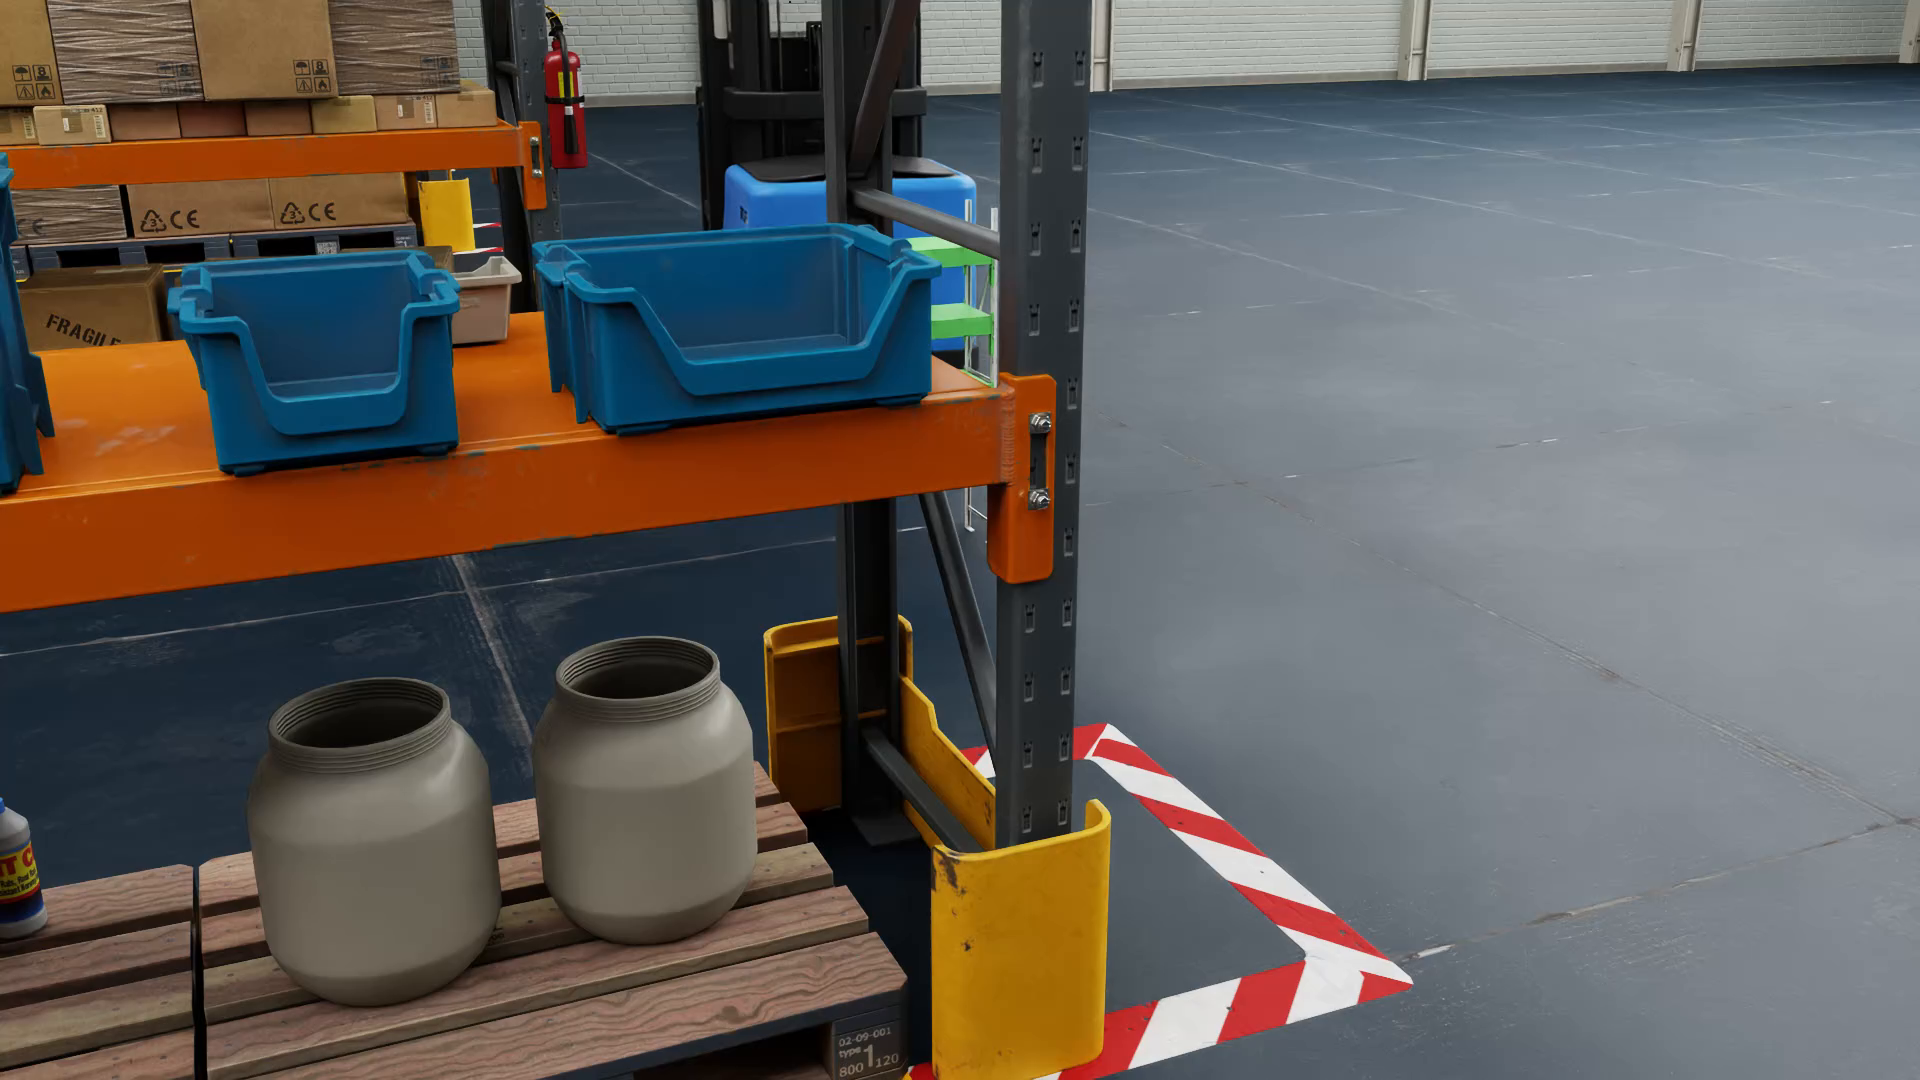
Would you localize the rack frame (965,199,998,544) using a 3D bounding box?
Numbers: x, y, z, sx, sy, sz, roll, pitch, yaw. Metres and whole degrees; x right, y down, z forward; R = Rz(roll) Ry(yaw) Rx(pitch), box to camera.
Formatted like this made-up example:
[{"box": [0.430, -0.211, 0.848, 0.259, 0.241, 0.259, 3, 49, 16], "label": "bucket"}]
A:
[{"box": [0.072, -0.576, 5.852, 0.015, 1.200, 0.240, -8, 21, -22], "label": "rack frame"}]

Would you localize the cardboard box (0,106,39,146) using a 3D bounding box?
[{"box": [-3.774, -1.652, 6.577, 0.250, 0.149, 0.380, -8, 21, -22], "label": "cardboard box"}]

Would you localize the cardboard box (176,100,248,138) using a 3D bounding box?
[{"box": [-3.102, -1.764, 6.893, 0.250, 0.149, 0.380, -8, 21, -22], "label": "cardboard box"}]

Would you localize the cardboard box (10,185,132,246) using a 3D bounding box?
[{"box": [-6.114, -2.489, 11.141, 0.875, 0.875, 0.875, -8, 21, -22], "label": "cardboard box"}]

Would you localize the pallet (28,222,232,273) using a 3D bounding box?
[{"box": [-5.695, -2.035, 11.483, 1.213, 0.211, 1.003, -8, 21, -22], "label": "pallet"}]

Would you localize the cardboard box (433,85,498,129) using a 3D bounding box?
[{"box": [-2.181, -1.893, 7.261, 0.250, 0.149, 0.380, -8, 21, -22], "label": "cardboard box"}]

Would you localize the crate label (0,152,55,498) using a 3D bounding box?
[{"box": [-1.622, -0.294, 2.287, 0.616, 0.435, 0.502, -8, 21, -22], "label": "crate label"}]

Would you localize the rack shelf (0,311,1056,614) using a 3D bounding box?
[{"box": [-1.876, 0.000, 2.587, 4.000, 0.370, 1.077, -8, 21, -22], "label": "rack shelf"}]

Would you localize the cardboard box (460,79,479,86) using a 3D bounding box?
[{"box": [-2.357, -2.029, 7.646, 0.250, 0.149, 0.380, -8, 21, -22], "label": "cardboard box"}]

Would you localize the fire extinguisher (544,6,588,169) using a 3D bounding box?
[{"box": [-1.713, -1.950, 7.161, 0.183, 0.674, 0.296, -8, 21, -22], "label": "fire extinguisher"}]

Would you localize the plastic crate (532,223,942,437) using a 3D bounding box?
[{"box": [-0.380, -0.375, 2.794, 0.616, 0.251, 0.499, -8, 21, -22], "label": "plastic crate"}]

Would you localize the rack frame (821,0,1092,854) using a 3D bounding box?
[{"box": [-0.039, -0.602, 3.215, 0.127, 3.000, 1.000, -8, 21, -22], "label": "rack frame"}]

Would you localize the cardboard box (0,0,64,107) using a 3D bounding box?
[{"box": [-3.868, -2.019, 6.640, 0.500, 0.500, 0.875, -8, 21, -22], "label": "cardboard box"}]

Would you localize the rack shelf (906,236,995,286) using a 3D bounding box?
[{"box": [-0.152, -0.937, 5.623, 0.480, 0.148, 0.258, -8, 21, -22], "label": "rack shelf"}]

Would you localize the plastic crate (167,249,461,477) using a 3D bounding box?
[{"box": [-0.979, -0.291, 2.556, 0.408, 0.251, 0.499, -8, 21, -22], "label": "plastic crate"}]

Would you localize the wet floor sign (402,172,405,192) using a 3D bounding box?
[{"box": [-4.631, -3.135, 13.955, 0.232, 0.644, 0.267, -12, 23, -31], "label": "wet floor sign"}]

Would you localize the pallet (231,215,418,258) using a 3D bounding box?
[{"box": [-4.576, -2.194, 11.935, 1.213, 0.211, 1.003, -8, 21, -22], "label": "pallet"}]

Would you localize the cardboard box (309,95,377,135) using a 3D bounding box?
[{"box": [-2.620, -1.812, 7.030, 0.250, 0.149, 0.380, -8, 21, -22], "label": "cardboard box"}]

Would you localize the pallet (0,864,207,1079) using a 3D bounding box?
[{"box": [-1.957, 1.002, 2.858, 1.213, 0.211, 1.003, -8, 21, -22], "label": "pallet"}]

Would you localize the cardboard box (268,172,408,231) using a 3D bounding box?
[{"box": [-4.469, -2.725, 11.811, 0.875, 0.875, 0.875, -8, 21, -22], "label": "cardboard box"}]

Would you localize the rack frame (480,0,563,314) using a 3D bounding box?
[{"box": [-2.001, -2.112, 7.505, 0.127, 3.000, 1.000, -8, 21, -22], "label": "rack frame"}]

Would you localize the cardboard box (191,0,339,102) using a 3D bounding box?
[{"box": [-2.929, -2.133, 6.966, 0.500, 0.500, 0.875, -8, 21, -22], "label": "cardboard box"}]

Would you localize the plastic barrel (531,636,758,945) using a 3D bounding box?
[{"box": [-0.613, 0.483, 3.246, 0.421, 0.512, 0.421, 0, 19, 0], "label": "plastic barrel"}]

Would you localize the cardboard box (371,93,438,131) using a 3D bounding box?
[{"box": [-2.411, -1.861, 7.168, 0.250, 0.149, 0.380, -8, 21, -22], "label": "cardboard box"}]

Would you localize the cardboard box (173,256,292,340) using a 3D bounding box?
[{"box": [-3.116, -0.965, 7.378, 0.500, 0.500, 0.500, -3, 20, -8], "label": "cardboard box"}]

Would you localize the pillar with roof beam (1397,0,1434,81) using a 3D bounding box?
[{"box": [9.341, -10.716, 22.906, 0.400, 9.000, 9.100, -8, 21, -22], "label": "pillar with roof beam"}]

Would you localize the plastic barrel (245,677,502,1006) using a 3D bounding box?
[{"box": [-1.073, 0.549, 3.059, 0.421, 0.512, 0.421, 0, 19, 0], "label": "plastic barrel"}]

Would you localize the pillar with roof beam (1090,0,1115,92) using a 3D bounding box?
[{"box": [3.831, -9.926, 20.664, 0.400, 9.000, 9.100, -8, 21, -22], "label": "pillar with roof beam"}]

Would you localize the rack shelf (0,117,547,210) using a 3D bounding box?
[{"box": [-3.837, -1.510, 6.877, 4.000, 0.370, 1.077, -8, 21, -22], "label": "rack shelf"}]

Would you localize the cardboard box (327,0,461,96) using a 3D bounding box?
[{"box": [-2.517, -2.236, 7.257, 0.500, 0.500, 0.875, -8, 21, -22], "label": "cardboard box"}]

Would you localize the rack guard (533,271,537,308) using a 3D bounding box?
[{"box": [-2.071, -0.923, 7.892, 0.348, 0.500, 1.175, -8, 21, -22], "label": "rack guard"}]

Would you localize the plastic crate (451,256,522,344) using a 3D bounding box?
[{"box": [-0.988, -0.458, 3.203, 0.250, 0.136, 0.298, -8, 21, -22], "label": "plastic crate"}]

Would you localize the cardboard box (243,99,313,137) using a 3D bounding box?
[{"box": [-2.856, -1.784, 6.950, 0.250, 0.149, 0.380, -8, 21, -22], "label": "cardboard box"}]

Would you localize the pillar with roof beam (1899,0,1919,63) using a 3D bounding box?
[{"box": [20.359, -12.294, 27.389, 0.400, 9.000, 9.100, -8, 21, -22], "label": "pillar with roof beam"}]

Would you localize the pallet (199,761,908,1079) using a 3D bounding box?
[{"box": [-0.838, 0.843, 3.310, 1.213, 0.211, 1.003, -8, 21, -22], "label": "pallet"}]

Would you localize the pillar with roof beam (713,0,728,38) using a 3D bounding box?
[{"box": [-1.678, -9.137, 18.423, 0.400, 9.000, 9.100, -8, 21, -22], "label": "pillar with roof beam"}]

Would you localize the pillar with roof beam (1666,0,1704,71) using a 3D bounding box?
[{"box": [14.850, -11.505, 25.148, 0.400, 9.000, 9.100, -8, 21, -22], "label": "pillar with roof beam"}]

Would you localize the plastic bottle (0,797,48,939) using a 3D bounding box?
[{"box": [-1.827, 0.621, 3.188, 0.097, 0.271, 0.097, 0, 19, 0], "label": "plastic bottle"}]

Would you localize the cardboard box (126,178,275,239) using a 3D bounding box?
[{"box": [-5.276, -2.608, 11.480, 0.875, 0.875, 0.875, -9, 21, -23], "label": "cardboard box"}]

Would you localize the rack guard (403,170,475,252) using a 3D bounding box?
[{"box": [-3.851, -2.462, 12.262, 0.348, 0.500, 1.175, -8, 21, -22], "label": "rack guard"}]

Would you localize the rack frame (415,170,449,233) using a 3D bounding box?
[{"box": [-3.873, -3.638, 11.838, 0.127, 3.000, 1.000, -8, 21, -22], "label": "rack frame"}]

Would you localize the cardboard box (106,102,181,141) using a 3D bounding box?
[{"box": [-3.322, -1.724, 6.780, 0.250, 0.149, 0.380, -8, 21, -22], "label": "cardboard box"}]

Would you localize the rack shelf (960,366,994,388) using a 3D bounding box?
[{"box": [-0.152, -0.484, 5.782, 0.480, 0.148, 0.258, -8, 21, -22], "label": "rack shelf"}]

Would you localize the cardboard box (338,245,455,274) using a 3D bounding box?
[{"box": [-2.581, -1.054, 7.631, 0.500, 0.500, 0.500, -4, 20, -12], "label": "cardboard box"}]

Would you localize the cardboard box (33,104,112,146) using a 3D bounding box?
[{"box": [-3.517, -1.664, 6.610, 0.250, 0.149, 0.380, -8, 21, -22], "label": "cardboard box"}]

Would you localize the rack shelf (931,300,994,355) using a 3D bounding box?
[{"box": [-0.152, -0.710, 5.702, 0.480, 0.148, 0.258, -8, 21, -22], "label": "rack shelf"}]

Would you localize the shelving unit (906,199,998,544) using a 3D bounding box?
[{"box": [-0.152, -0.544, 5.761, 0.503, 1.200, 0.258, -8, 21, -22], "label": "shelving unit"}]

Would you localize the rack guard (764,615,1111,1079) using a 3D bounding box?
[{"box": [-0.090, 0.601, 3.561, 0.348, 0.500, 1.175, -8, 21, -22], "label": "rack guard"}]

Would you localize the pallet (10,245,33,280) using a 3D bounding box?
[{"box": [-6.817, -1.873, 11.023, 1.213, 0.211, 1.003, -8, 21, -22], "label": "pallet"}]

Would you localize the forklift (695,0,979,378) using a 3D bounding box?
[{"box": [-0.795, -2.397, 8.416, 1.130, 2.935, 3.031, -5, 20, -14], "label": "forklift"}]

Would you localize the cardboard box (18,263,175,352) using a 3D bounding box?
[{"box": [-3.699, -0.889, 7.161, 0.500, 0.500, 0.500, -6, 20, -17], "label": "cardboard box"}]

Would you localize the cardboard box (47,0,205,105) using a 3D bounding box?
[{"box": [-3.405, -2.081, 6.817, 0.500, 0.500, 0.875, -8, 21, -22], "label": "cardboard box"}]
